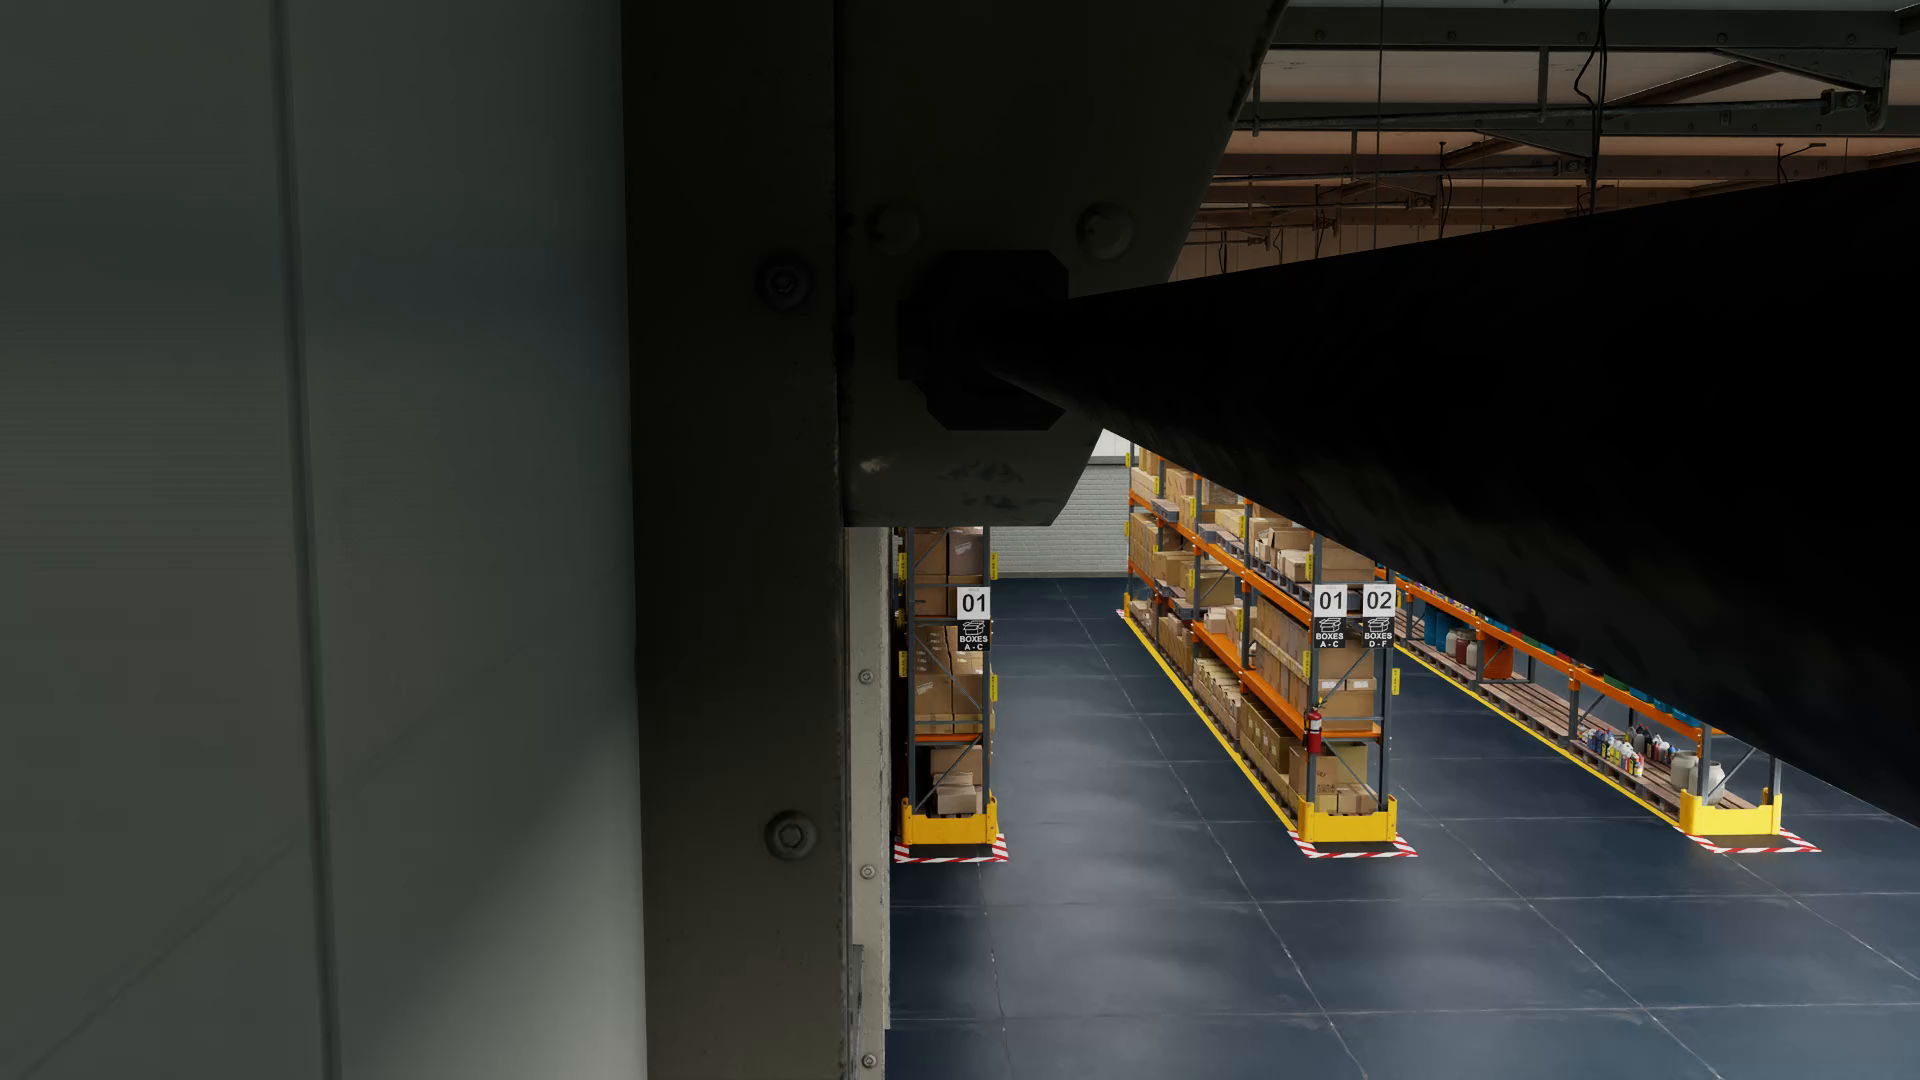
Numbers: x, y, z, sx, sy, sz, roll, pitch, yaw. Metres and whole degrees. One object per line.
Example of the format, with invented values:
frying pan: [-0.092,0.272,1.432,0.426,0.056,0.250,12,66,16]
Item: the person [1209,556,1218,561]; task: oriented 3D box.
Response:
person: [5.843,0.788,36.811,0.866,1.693,0.674,7,10,42]
